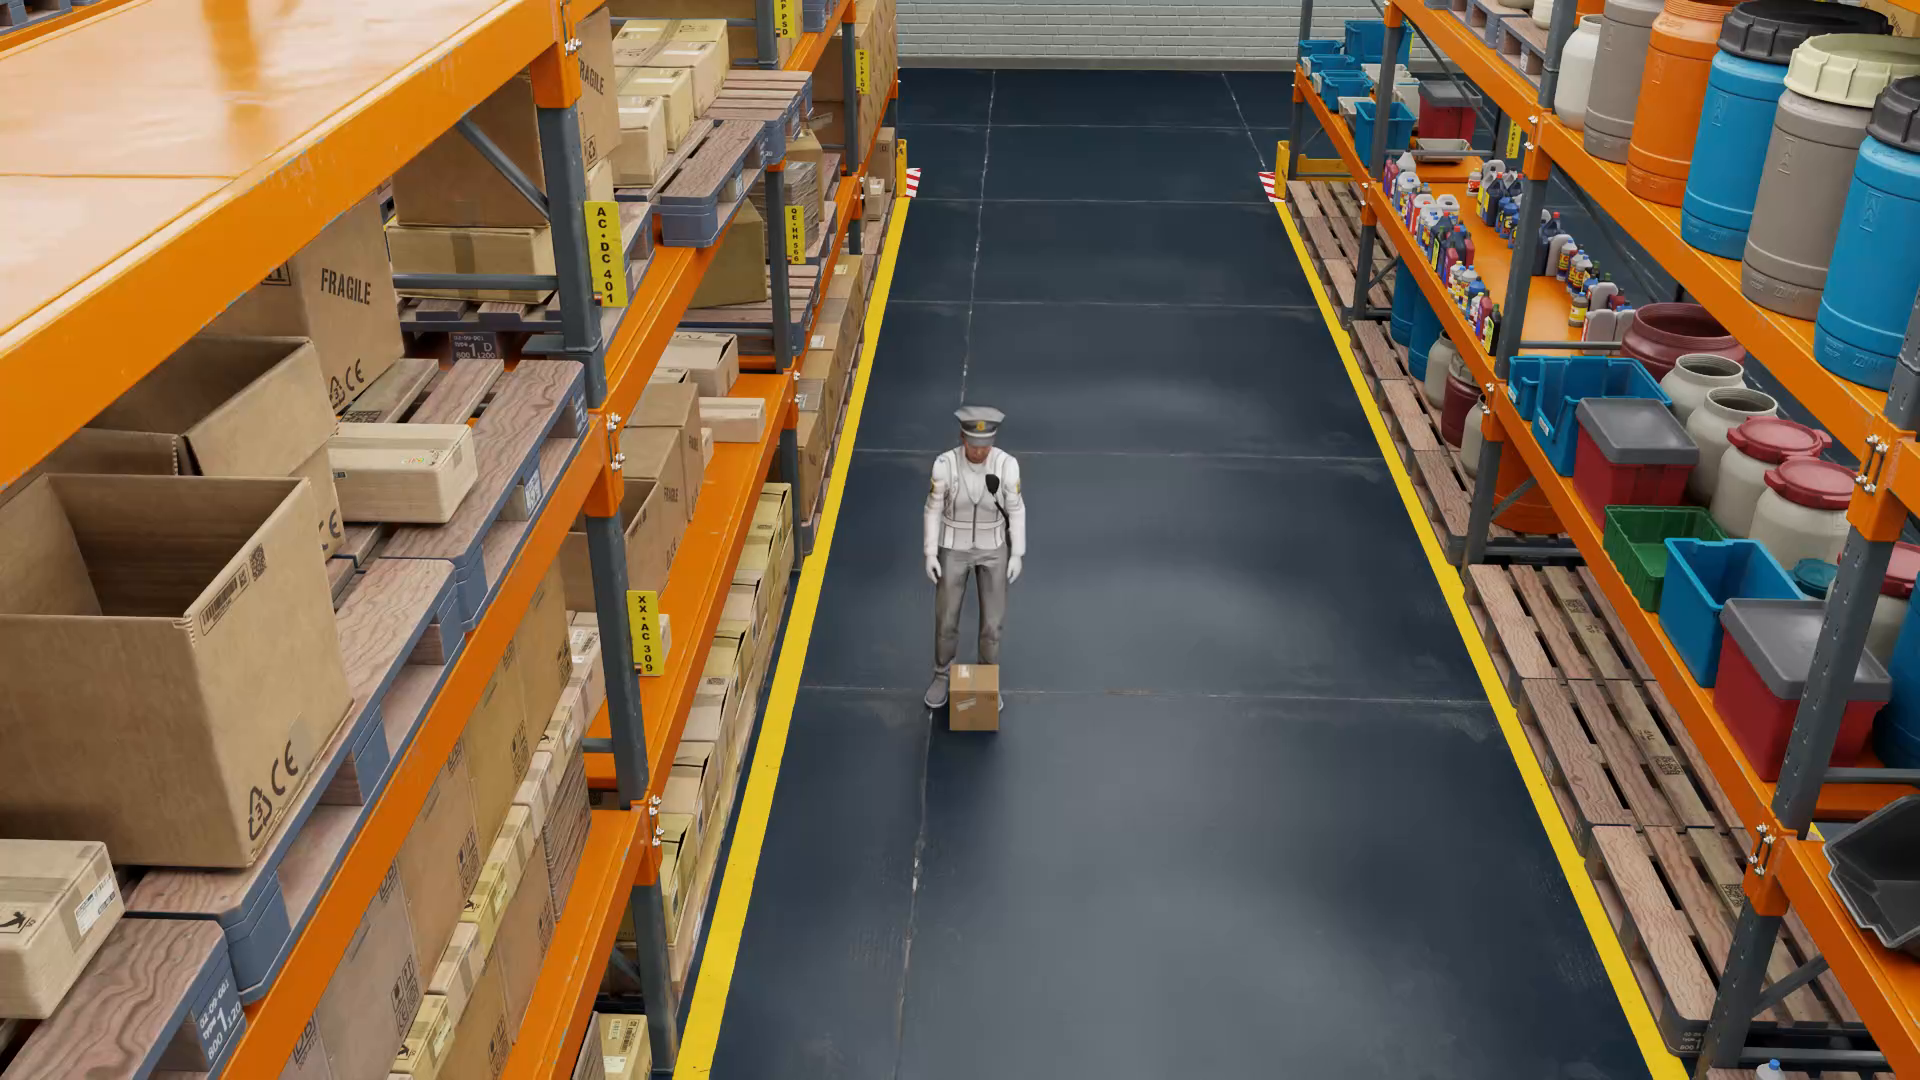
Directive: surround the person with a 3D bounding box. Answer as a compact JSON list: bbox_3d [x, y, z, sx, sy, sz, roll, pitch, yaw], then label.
[{"bbox_3d":[0.074,0.088,8.455,0.522,1.662,0.413,0,28,0],"label":"person"}]
